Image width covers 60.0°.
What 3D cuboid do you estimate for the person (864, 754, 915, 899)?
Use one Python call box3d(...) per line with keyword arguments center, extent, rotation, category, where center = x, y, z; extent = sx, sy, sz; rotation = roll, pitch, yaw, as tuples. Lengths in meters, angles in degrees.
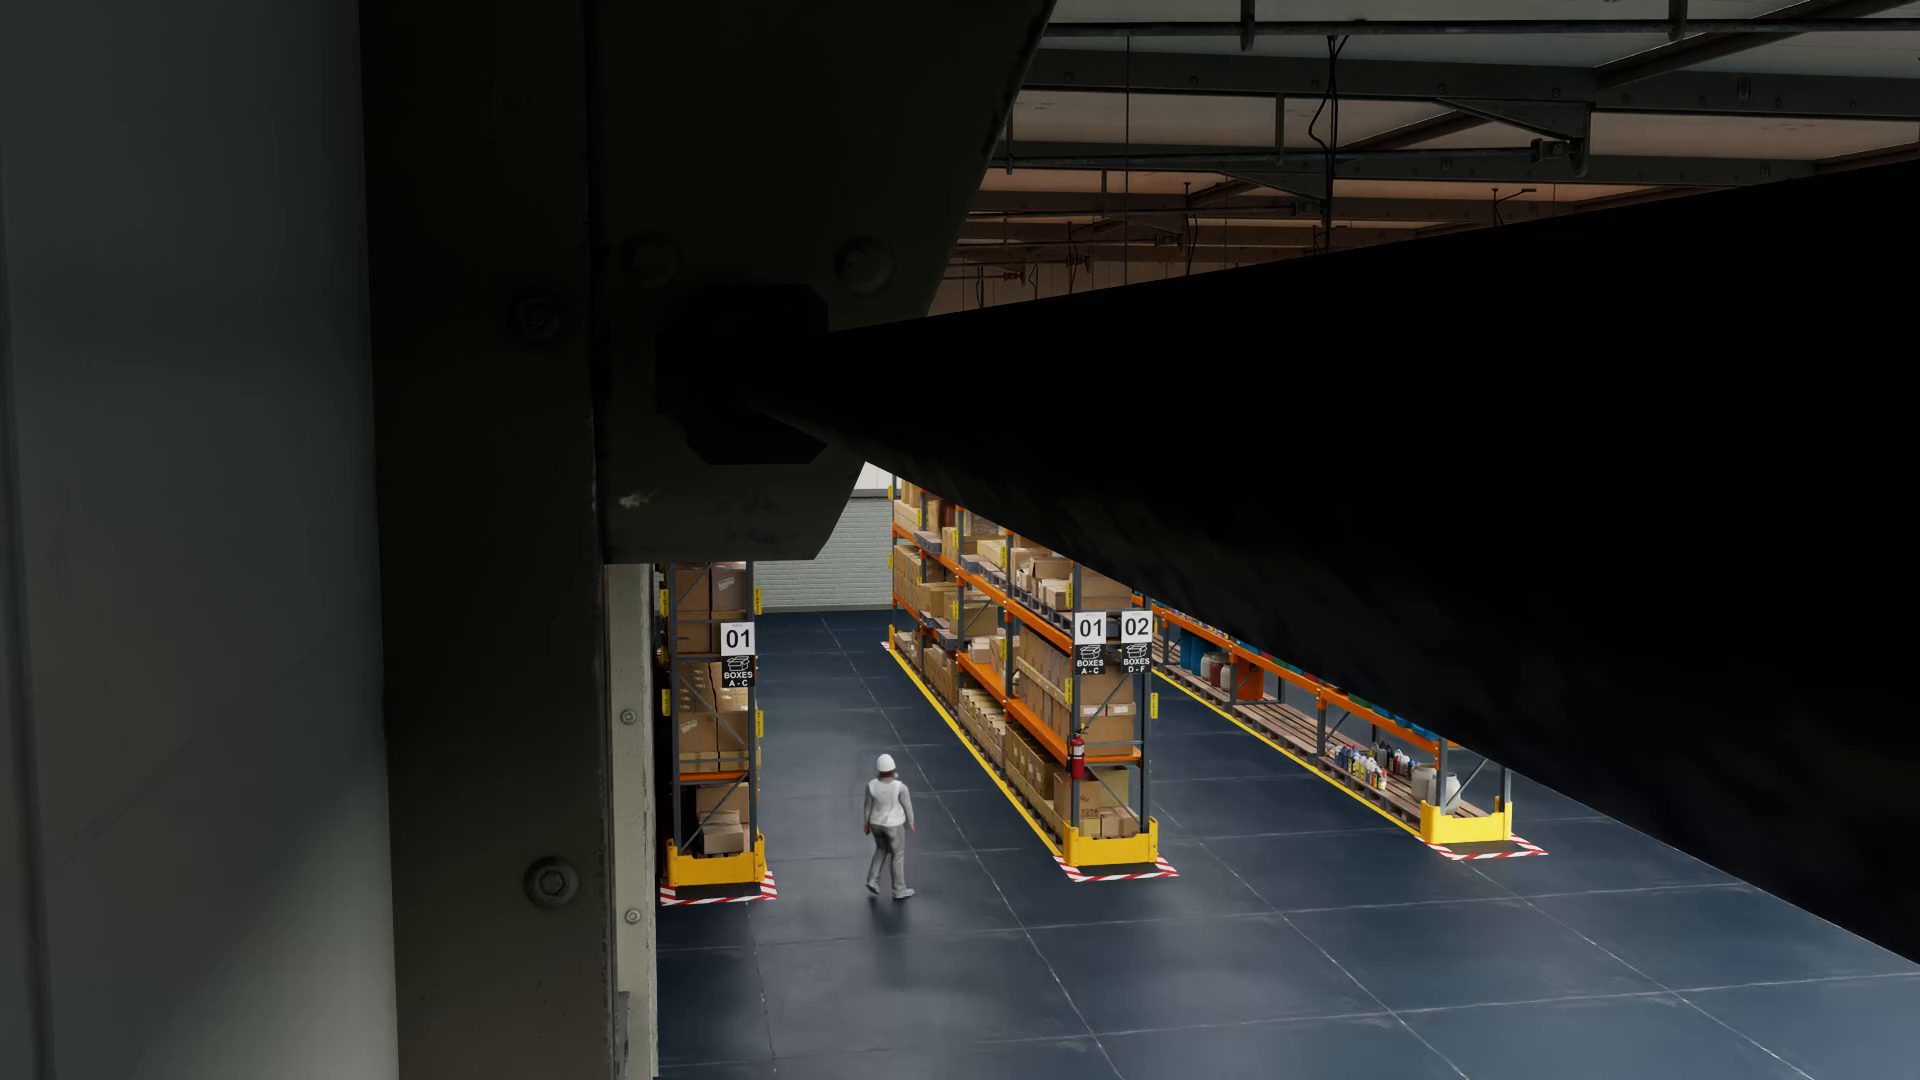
box3d(center=(-0.839, 3.351, 19.563), extent=(0.608, 1.757, 0.551), rotation=(4, 7, 32), category="person")
